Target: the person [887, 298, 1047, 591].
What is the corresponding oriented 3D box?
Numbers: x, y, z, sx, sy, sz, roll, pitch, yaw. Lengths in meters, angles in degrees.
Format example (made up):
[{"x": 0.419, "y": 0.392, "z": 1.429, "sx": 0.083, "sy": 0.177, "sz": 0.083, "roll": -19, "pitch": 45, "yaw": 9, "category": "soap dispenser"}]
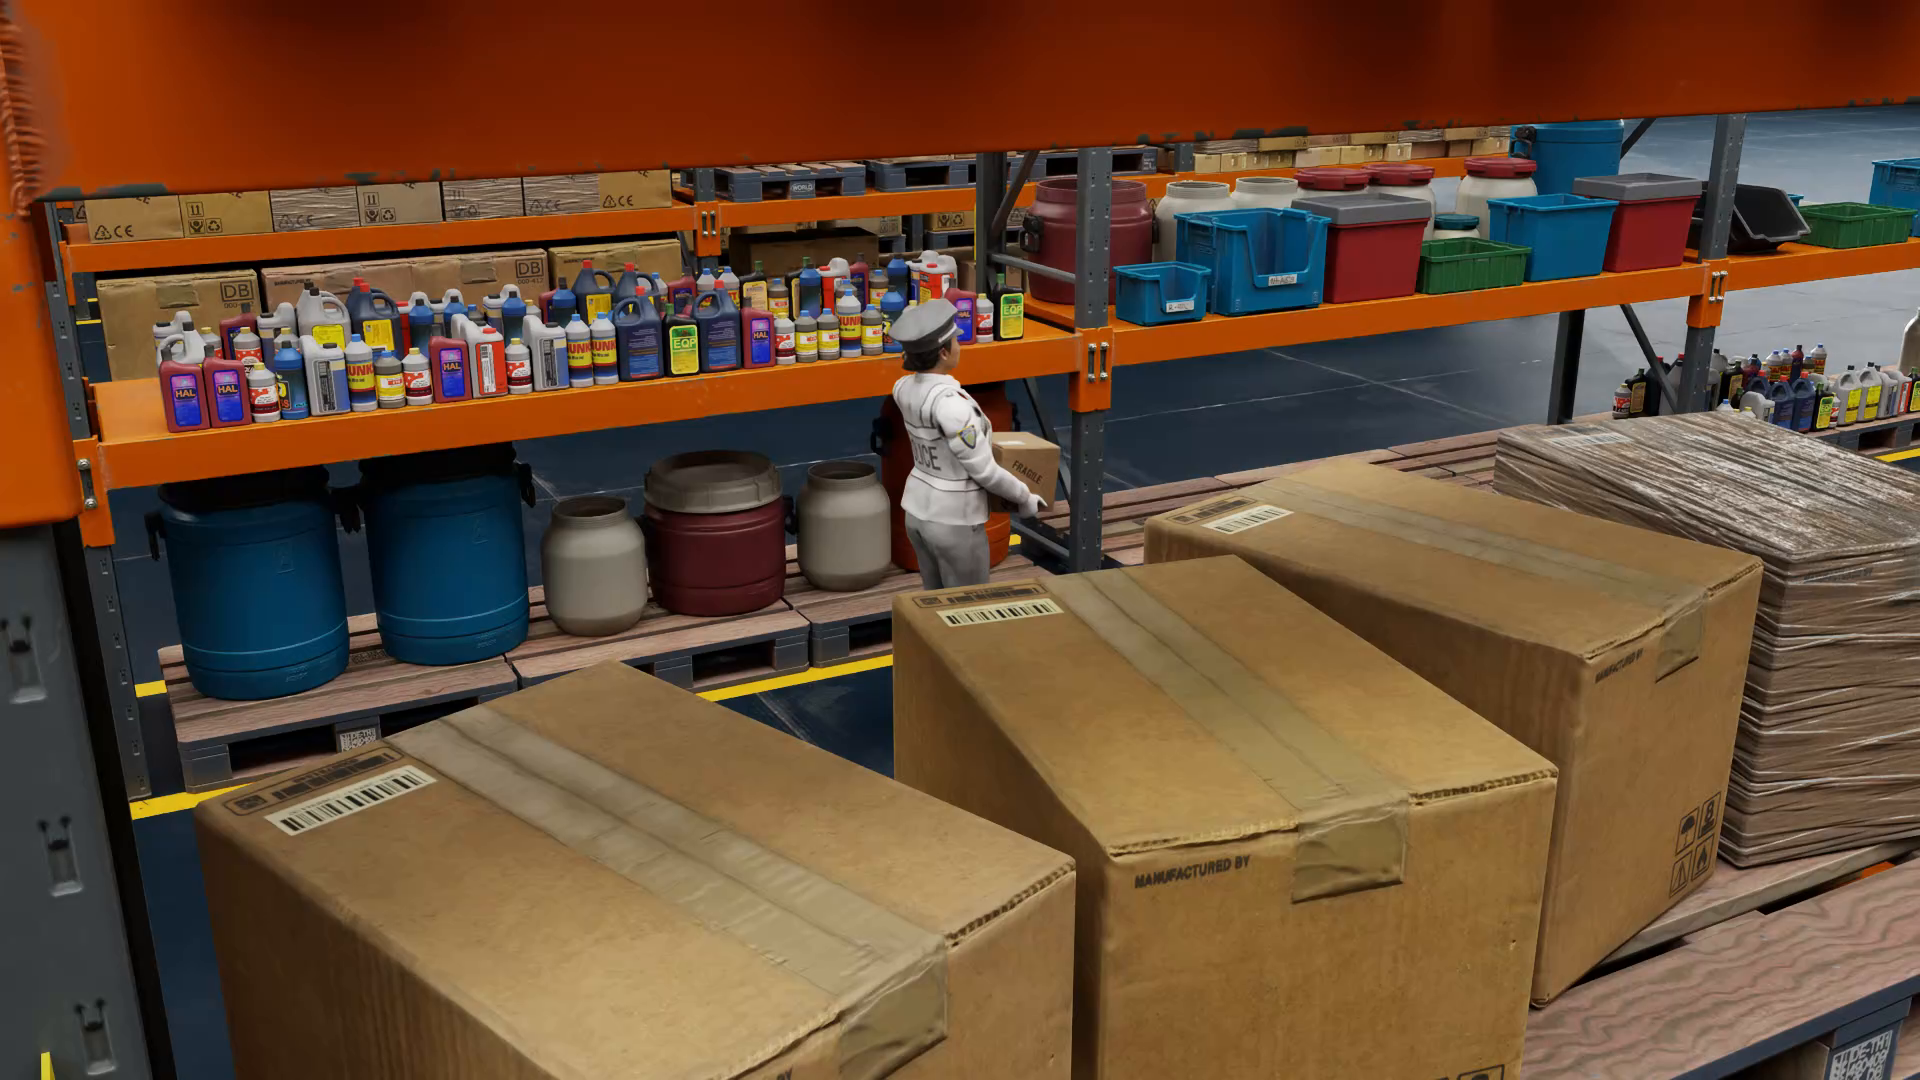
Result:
[{"x": 0.017, "y": -0.070, "z": 6.233, "sx": 0.554, "sy": 1.686, "sz": 0.459, "roll": -10, "pitch": 21, "yaw": -27, "category": "person"}]
